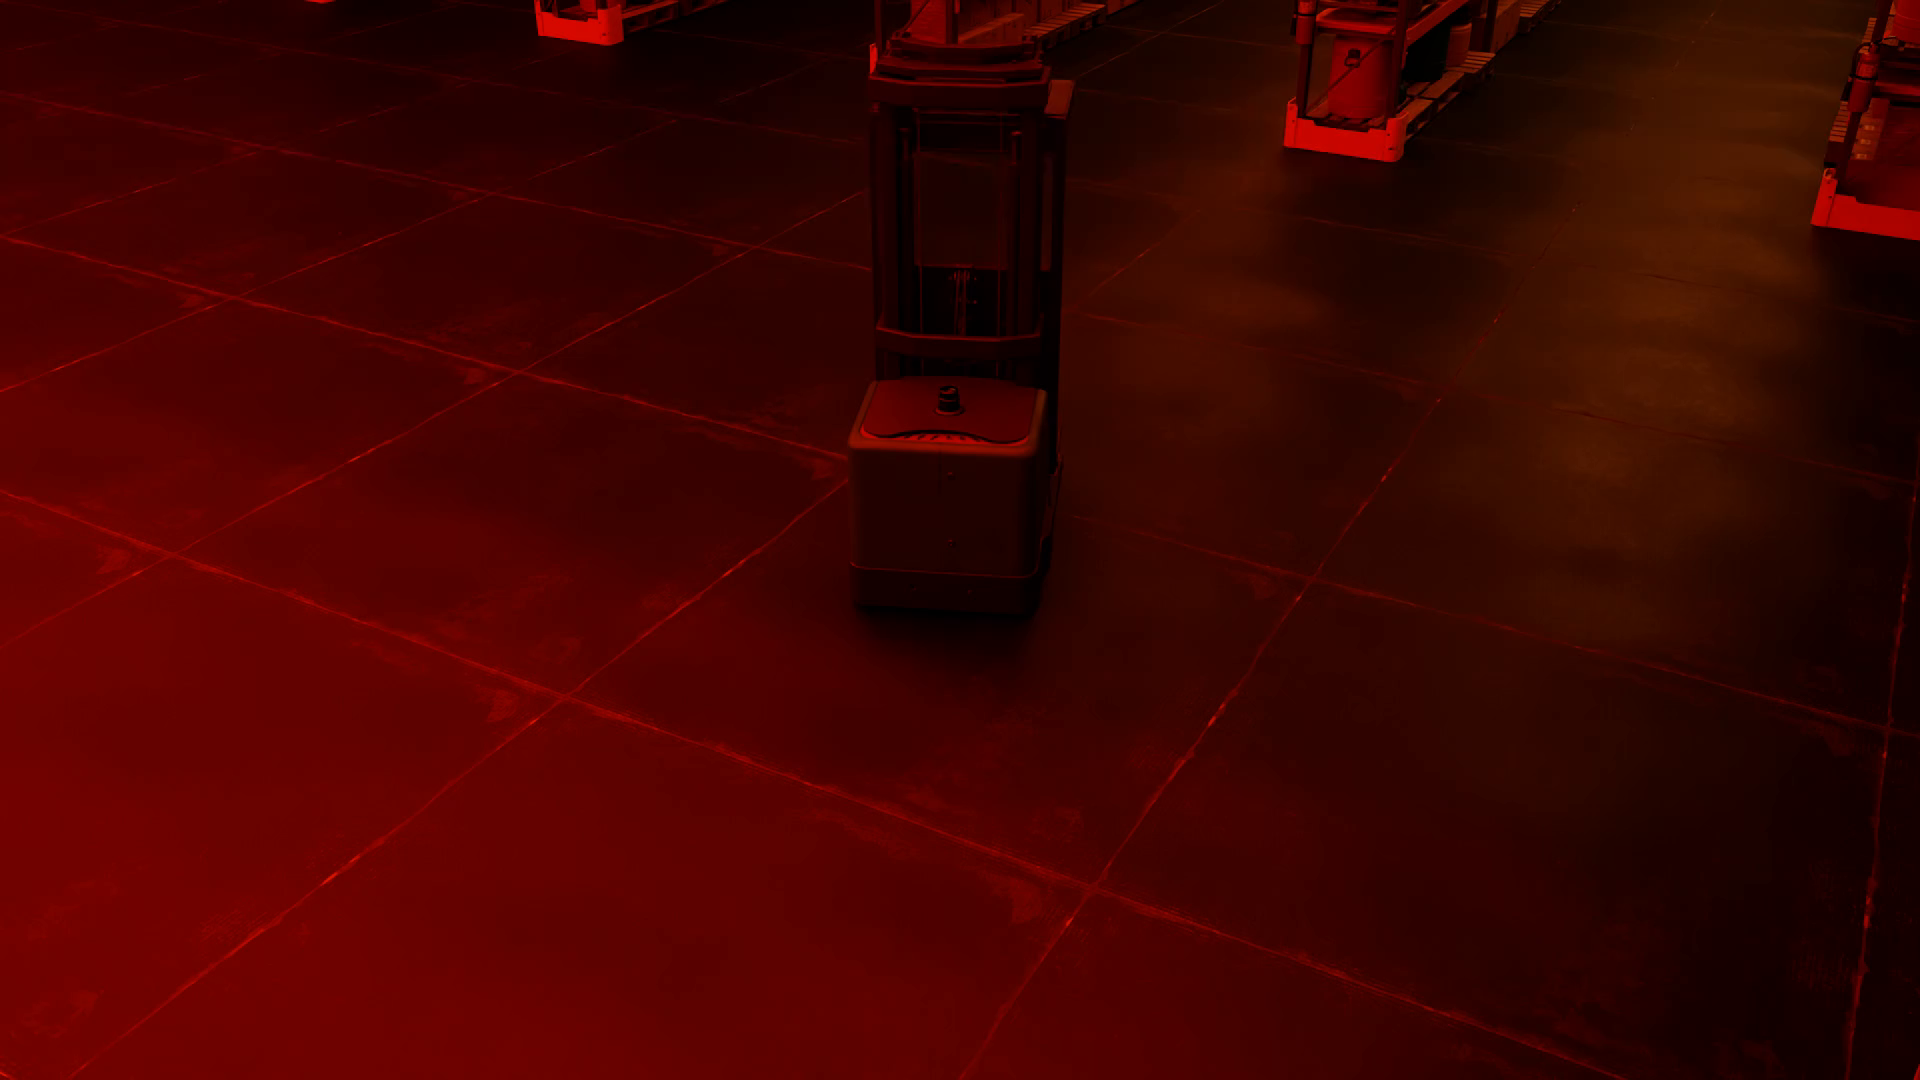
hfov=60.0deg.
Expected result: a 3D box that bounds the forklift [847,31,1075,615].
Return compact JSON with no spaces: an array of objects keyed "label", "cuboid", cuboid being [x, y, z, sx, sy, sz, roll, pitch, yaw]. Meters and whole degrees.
[{"label":"forklift","cuboid":[0.072,-1.572,9.794,1.130,2.935,3.031,3,30,6]}]
